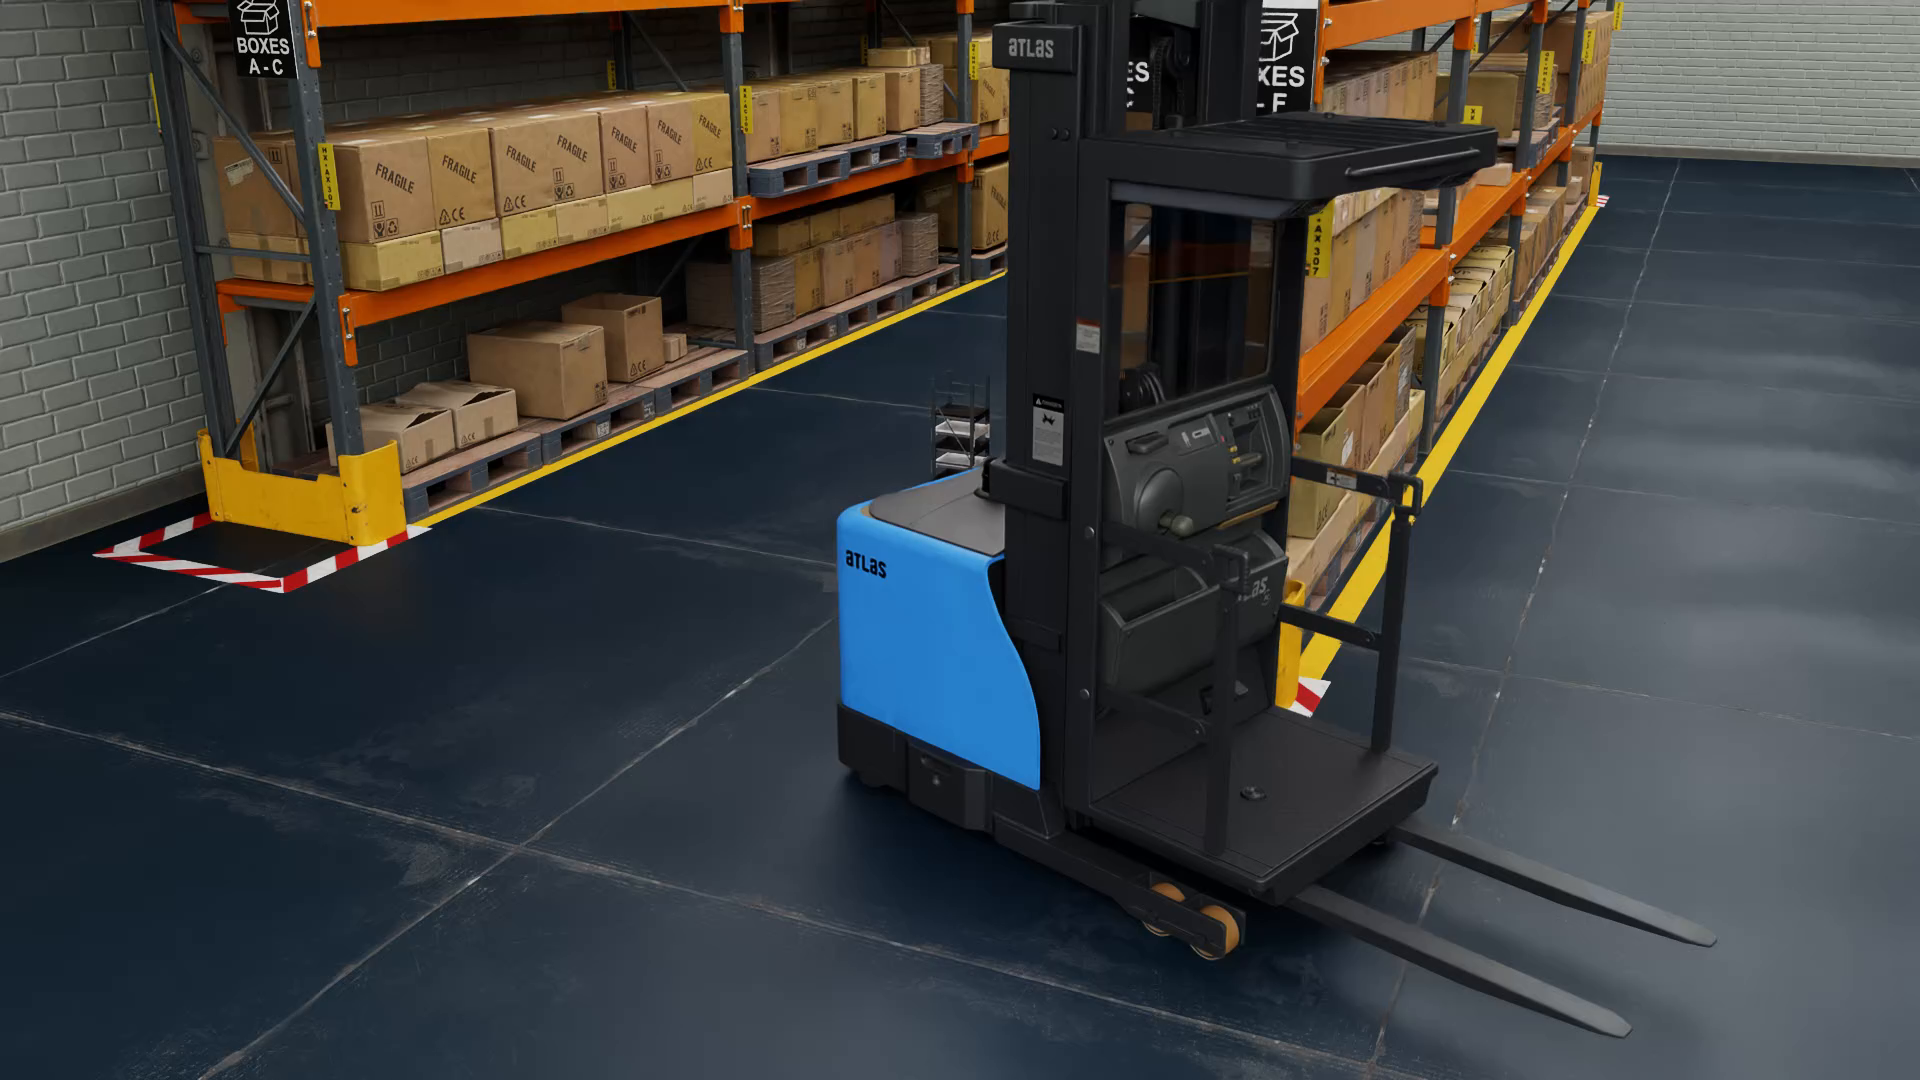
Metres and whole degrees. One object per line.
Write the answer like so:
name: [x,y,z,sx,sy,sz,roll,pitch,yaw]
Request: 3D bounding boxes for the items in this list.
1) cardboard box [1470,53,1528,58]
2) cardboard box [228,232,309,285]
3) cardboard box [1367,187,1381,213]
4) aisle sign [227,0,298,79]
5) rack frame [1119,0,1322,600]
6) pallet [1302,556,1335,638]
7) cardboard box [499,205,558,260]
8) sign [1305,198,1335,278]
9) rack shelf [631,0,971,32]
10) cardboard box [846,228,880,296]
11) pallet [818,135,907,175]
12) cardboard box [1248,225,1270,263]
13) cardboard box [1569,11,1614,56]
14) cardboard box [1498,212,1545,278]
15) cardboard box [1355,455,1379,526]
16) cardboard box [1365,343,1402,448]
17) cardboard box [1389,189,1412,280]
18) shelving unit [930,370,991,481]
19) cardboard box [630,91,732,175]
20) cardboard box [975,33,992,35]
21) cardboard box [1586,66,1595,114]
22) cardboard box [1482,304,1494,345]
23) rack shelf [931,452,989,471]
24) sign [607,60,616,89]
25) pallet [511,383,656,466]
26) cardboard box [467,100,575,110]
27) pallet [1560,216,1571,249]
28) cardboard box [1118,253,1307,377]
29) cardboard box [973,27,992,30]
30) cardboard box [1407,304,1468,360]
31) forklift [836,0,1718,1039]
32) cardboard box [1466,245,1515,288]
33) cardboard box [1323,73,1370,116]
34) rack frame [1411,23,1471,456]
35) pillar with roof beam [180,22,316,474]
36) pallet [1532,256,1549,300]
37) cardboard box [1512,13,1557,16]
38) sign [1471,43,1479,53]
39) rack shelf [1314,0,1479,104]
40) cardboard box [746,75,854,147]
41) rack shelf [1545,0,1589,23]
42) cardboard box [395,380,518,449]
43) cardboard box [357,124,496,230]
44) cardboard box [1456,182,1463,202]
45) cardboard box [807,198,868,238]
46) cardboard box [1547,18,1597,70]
cardboard box: [5.387,-4.602,16.658,0.700,0.500,0.500,2,20,4]
cardboard box: [-3.635,-1.590,9.157,0.500,0.250,0.500,9,21,23]
cardboard box: [1.859,-1.716,8.201,0.380,0.149,0.250,9,21,23]
aisle sign: [-3.405,-2.644,8.046,0.394,0.787,0.004,9,21,23]
rack frame: [0.871,-0.803,6.751,1.000,3.000,0.127,9,21,23]
pallet: [1.146,0.271,7.892,1.003,0.211,1.213,9,21,23]
cardboard box: [-2.746,-1.842,9.865,0.500,0.250,0.500,8,21,22]
sign: [1.375,-1.170,6.373,0.100,0.325,0.005,9,21,23]
rack shelf: [-1.193,-4.390,13.434,1.077,0.370,4.000,9,21,23]
cardboard box: [-1.115,-2.432,14.406,0.700,0.500,0.500,8,21,22]
pallet: [-1.147,-3.226,13.850,1.003,0.211,1.213,9,21,23]
cardboard box: [1.228,-1.246,6.880,0.380,0.149,0.250,8,21,22]
cardboard box: [7.492,-6.039,19.831,0.500,0.500,0.500,8,21,22]
cardboard box: [5.014,-2.692,15.135,0.500,0.500,0.500,8,21,22]
cardboard box: [1.910,-0.297,8.805,0.500,0.250,0.500,9,21,23]
cardboard box: [2.102,-0.805,9.114,0.500,0.500,0.500,9,21,23]
cardboard box: [2.123,-1.775,9.333,0.700,0.500,0.500,8,21,22]
shelving unit: [0.003,-0.426,8.825,0.258,0.900,0.210,9,21,23]
cardboard box: [-1.923,-2.810,11.468,0.500,0.500,0.500,8,21,23]
cardboard box: [0.468,-4.899,16.524,0.500,0.250,0.500,9,21,23]
cardboard box: [6.656,-4.947,18.252,0.500,0.500,0.500,8,21,22]
cardboard box: [3.738,-1.645,12.596,0.500,0.250,0.500,9,22,24]
rack shelf: [0.003,-0.395,8.836,0.258,0.077,0.200,9,21,23]
sign: [-2.519,-3.325,12.114,0.100,0.325,0.005,9,21,23]
pallet: [-2.753,-0.806,10.921,1.003,0.211,1.213,9,21,23]
cardboard box: [-2.819,-2.572,10.800,0.500,0.500,0.500,9,22,24]
pallet: [6.067,-3.367,18.123,1.003,0.211,1.213,9,21,23]
cardboard box: [1.074,-0.991,7.130,0.700,0.500,0.500,9,21,23]
cardboard box: [0.430,-5.280,17.598,0.500,0.250,0.500,8,21,21]
cardboard box: [3.116,-1.437,11.173,0.500,0.311,0.500,8,21,22]
forklift: [0.942,-0.254,5.308,3.031,2.935,1.130,18,26,41]
cardboard box: [4.157,-2.221,13.379,0.500,0.311,0.500,9,22,24]
cardboard box: [1.512,-1.934,7.846,0.700,0.500,0.500,9,21,23]
rack frame: [2.509,-2.026,10.189,1.000,3.000,0.127,9,21,23]
pillar with roof beam: [-0.225,-4.050,6.928,9.100,9.000,0.400,9,21,23]
pallet: [4.988,-2.530,15.767,1.003,0.211,1.213,9,21,23]
cardboard box: [6.584,-5.800,19.160,0.500,0.500,0.500,9,21,23]
sign: [5.287,-4.952,17.123,0.100,0.325,0.005,9,21,23]
rack shelf: [1.690,-2.489,8.088,1.077,0.370,4.000,9,21,23]
cardboard box: [-1.296,-3.485,13.487,0.700,0.500,0.500,12,23,30]
rack shelf: [4.966,-4.935,14.965,1.077,0.370,4.000,9,21,23]
cardboard box: [-3.051,-0.796,10.086,0.500,0.311,0.500,11,22,27]
cardboard box: [-2.968,-2.028,9.270,0.500,0.500,0.500,9,21,23]
cardboard box: [3.259,-2.620,11.710,0.500,0.500,0.500,9,21,23]
cardboard box: [-1.117,-2.759,14.206,0.500,0.250,0.500,8,21,22]
cardboard box: [6.446,-5.253,17.622,0.500,0.500,0.500,8,21,21]
